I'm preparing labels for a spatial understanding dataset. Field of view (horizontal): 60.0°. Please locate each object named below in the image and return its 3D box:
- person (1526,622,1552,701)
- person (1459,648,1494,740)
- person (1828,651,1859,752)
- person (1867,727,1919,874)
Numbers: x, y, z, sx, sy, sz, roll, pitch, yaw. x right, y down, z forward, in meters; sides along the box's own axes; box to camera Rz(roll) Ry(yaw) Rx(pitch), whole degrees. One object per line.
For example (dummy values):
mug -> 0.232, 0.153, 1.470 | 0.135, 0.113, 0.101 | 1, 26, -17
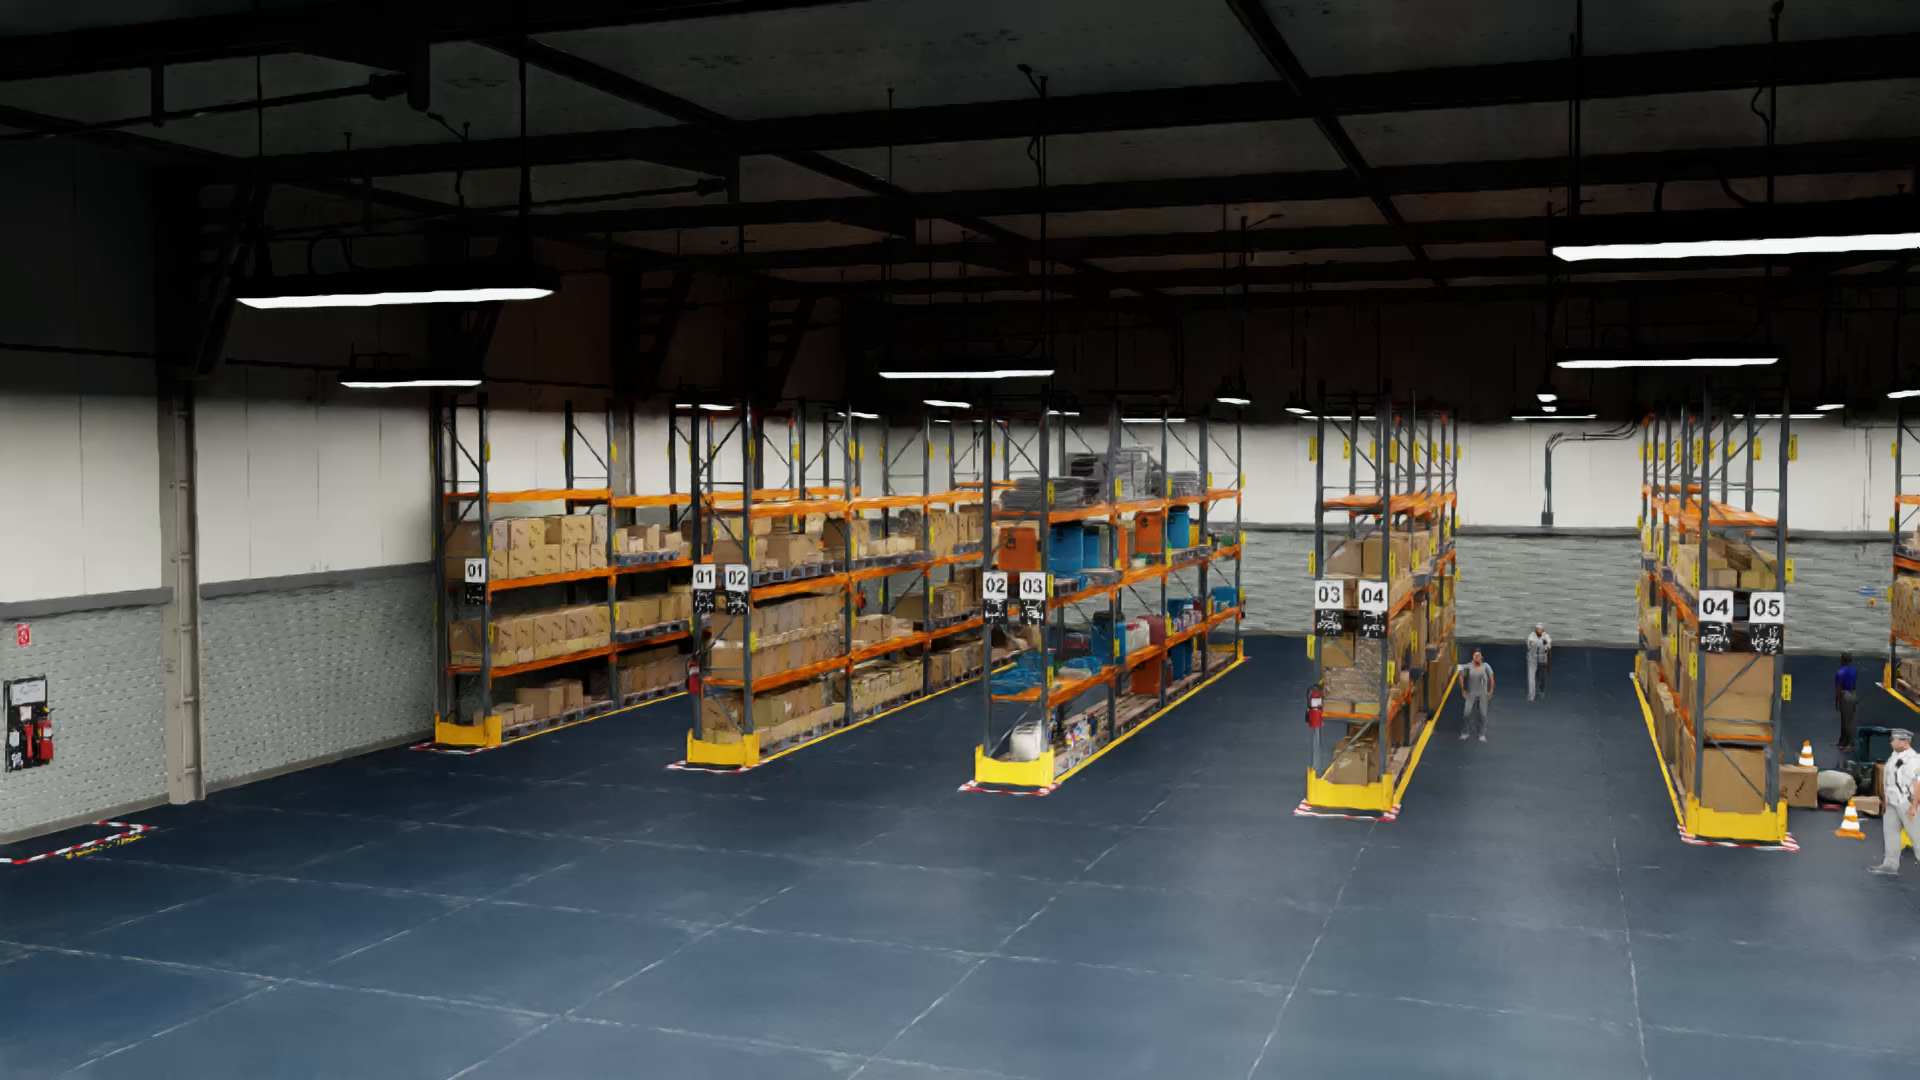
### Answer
person -> 11.616, 2.418, 33.370 | 0.470, 1.574, 1.081 | 1, 3, 18
person -> 8.940, 2.667, 28.785 | 0.580, 1.619, 0.507 | 1, 3, 18
person -> 14.795, 2.687, 27.820 | 0.574, 1.640, 0.545 | -3, 4, -41
person -> 11.115, 3.090, 19.553 | 0.569, 1.749, 0.678 | 0, 3, -2
